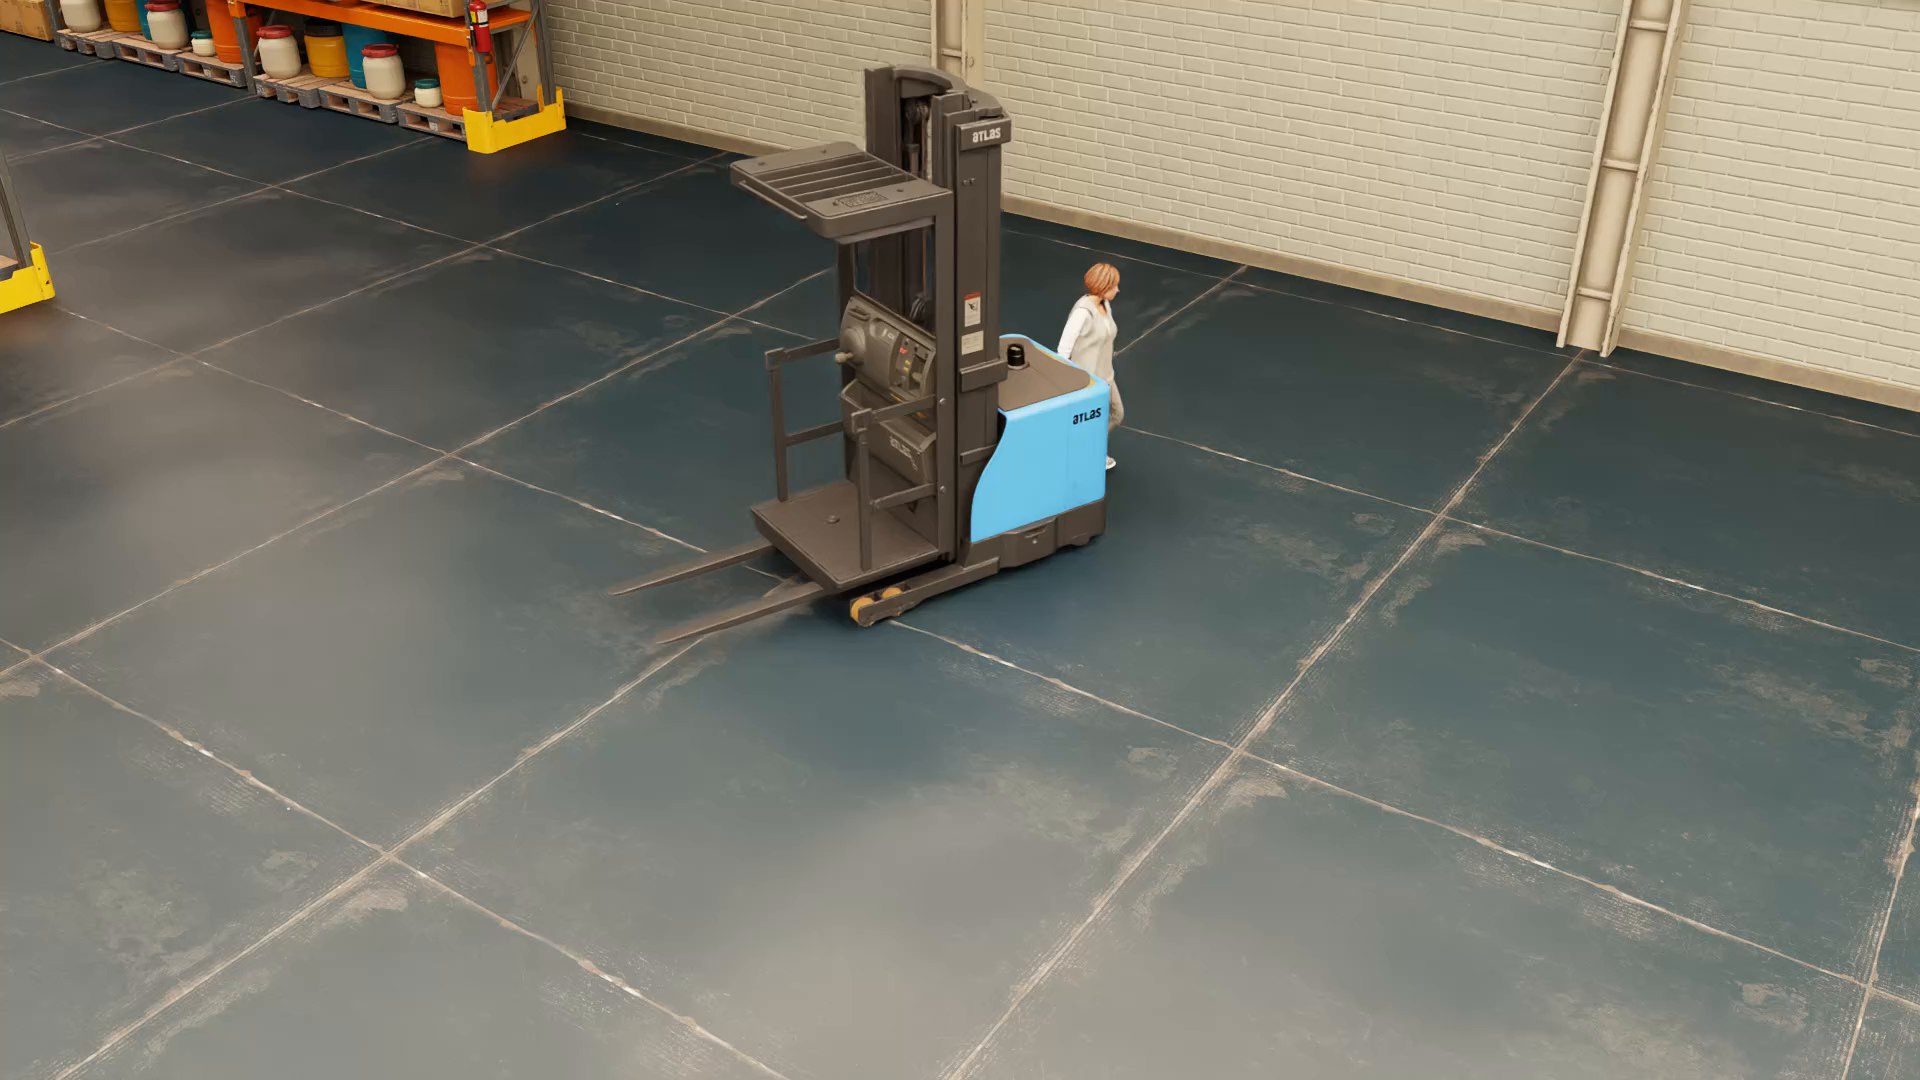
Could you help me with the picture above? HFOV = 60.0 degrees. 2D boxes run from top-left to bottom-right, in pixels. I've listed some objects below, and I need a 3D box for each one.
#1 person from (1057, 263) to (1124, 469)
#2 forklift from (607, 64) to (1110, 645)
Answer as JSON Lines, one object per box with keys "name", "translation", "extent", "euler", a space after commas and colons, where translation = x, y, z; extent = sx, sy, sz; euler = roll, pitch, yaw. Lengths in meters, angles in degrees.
{"name": "person", "translation": [0.756, -1.028, 10.725], "extent": [0.434, 1.558, 0.730], "euler": [18, 35, 28]}
{"name": "forklift", "translation": [-0.590, -1.069, 9.422], "extent": [3.031, 2.935, 1.130], "euler": [-19, 35, -29]}
